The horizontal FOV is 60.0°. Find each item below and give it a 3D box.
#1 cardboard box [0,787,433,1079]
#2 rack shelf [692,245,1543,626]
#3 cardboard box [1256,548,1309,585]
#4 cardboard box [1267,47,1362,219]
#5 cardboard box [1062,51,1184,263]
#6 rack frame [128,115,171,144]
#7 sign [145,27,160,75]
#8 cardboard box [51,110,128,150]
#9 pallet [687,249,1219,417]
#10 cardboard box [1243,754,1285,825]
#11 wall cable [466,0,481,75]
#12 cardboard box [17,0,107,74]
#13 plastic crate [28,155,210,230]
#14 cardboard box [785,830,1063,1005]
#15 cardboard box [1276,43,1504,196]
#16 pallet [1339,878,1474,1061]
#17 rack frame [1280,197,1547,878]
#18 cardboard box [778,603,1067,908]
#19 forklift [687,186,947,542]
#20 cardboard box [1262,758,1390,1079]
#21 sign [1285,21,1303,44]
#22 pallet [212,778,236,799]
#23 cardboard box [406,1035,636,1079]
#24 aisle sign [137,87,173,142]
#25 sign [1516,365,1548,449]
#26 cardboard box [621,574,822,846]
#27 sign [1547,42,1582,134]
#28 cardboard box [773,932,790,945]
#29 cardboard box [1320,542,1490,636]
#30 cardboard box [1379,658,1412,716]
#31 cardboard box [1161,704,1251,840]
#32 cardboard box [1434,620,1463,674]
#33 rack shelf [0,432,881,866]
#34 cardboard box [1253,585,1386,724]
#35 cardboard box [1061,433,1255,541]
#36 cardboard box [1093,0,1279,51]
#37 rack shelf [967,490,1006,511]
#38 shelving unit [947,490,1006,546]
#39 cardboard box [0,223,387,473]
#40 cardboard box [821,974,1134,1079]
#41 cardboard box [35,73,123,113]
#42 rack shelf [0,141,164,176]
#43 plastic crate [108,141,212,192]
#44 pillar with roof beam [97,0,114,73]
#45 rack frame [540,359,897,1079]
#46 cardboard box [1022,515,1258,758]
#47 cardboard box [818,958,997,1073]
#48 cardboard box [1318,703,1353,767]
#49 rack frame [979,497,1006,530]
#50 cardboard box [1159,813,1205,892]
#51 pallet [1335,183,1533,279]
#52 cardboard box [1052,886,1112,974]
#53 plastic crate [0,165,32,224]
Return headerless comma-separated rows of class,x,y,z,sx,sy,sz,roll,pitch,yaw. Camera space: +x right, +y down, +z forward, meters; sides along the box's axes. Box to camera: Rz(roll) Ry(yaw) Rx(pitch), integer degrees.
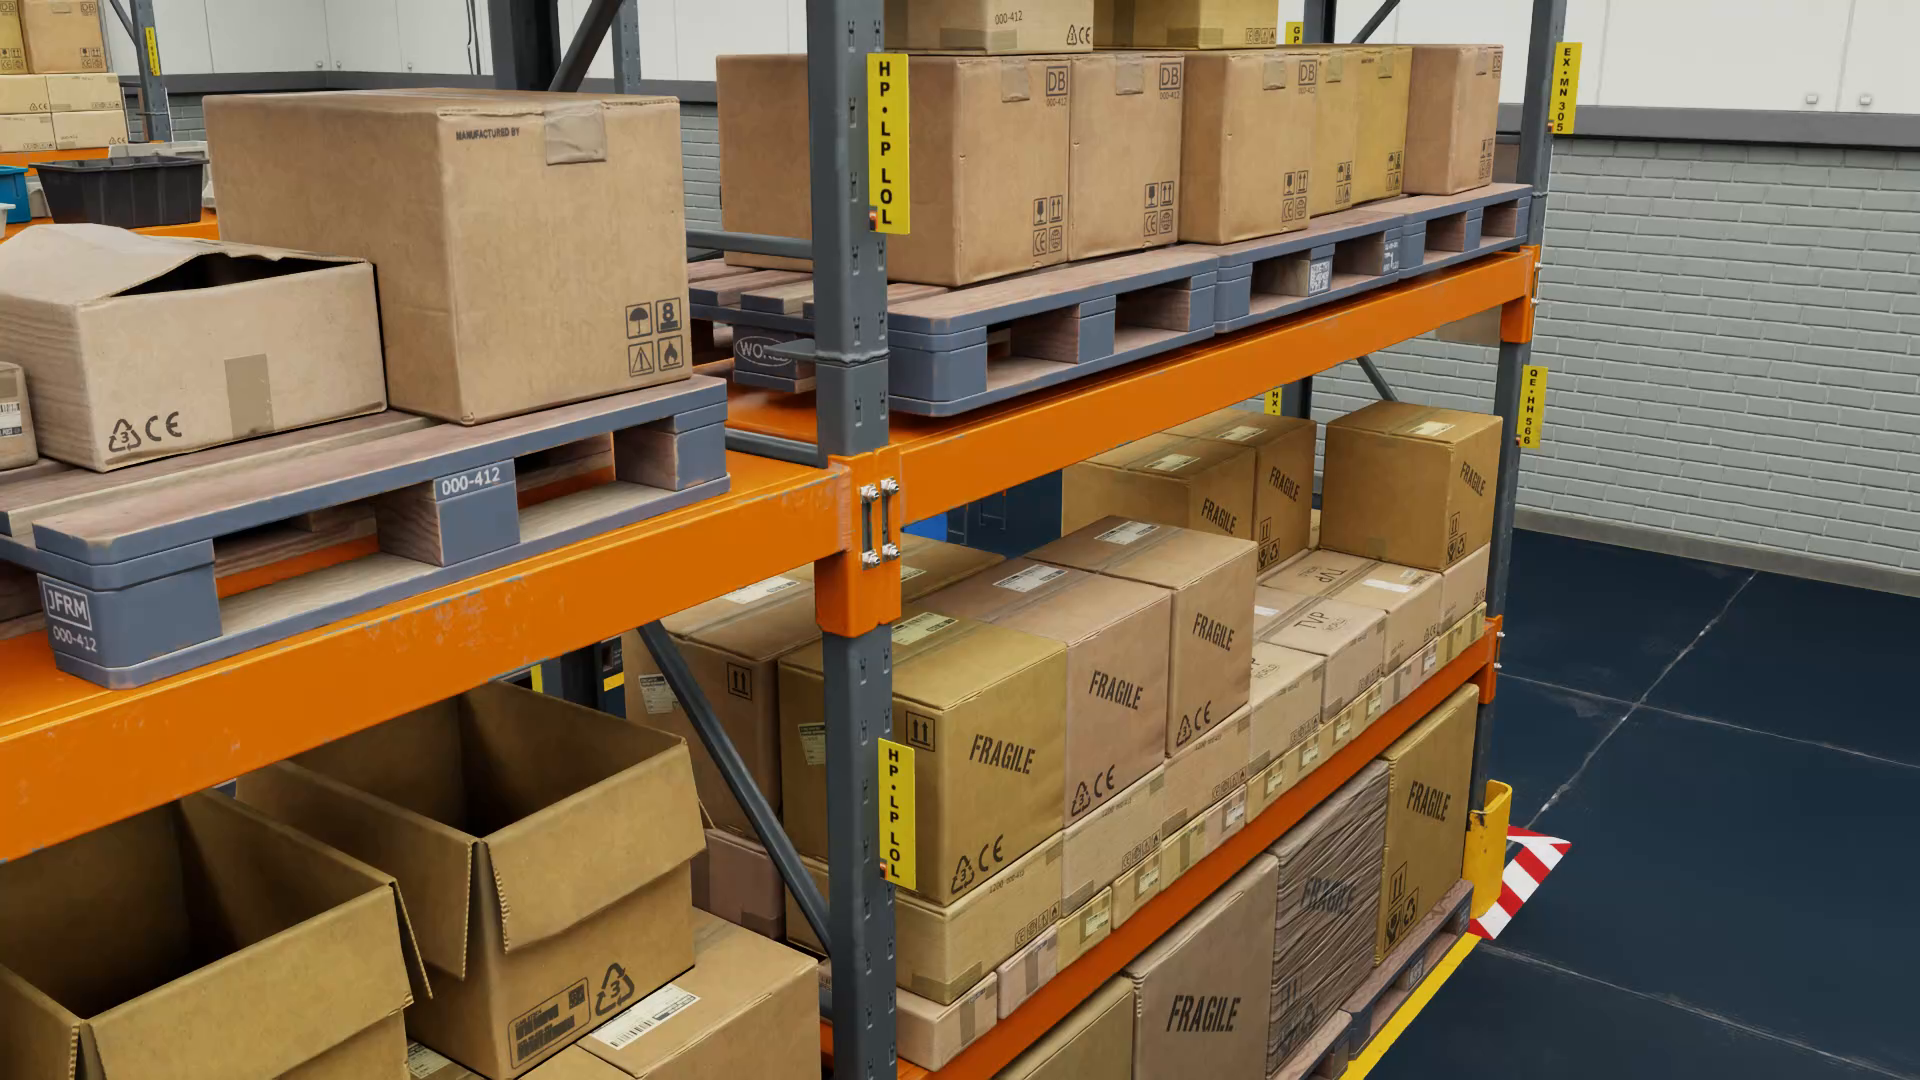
cardboard box,-1.370,0.788,2.789,0.797,0.503,0.637,13,21,35
rack shelf,0.614,-0.566,5.162,1.077,0.370,4.000,12,21,35
cardboard box,0.999,0.168,6.396,0.500,0.250,0.500,12,21,34
cardboard box,0.838,-1.304,5.281,0.700,0.500,0.500,11,20,31
cardboard box,0.165,-1.053,4.474,0.700,0.500,0.500,14,22,37
rack frame,-6.148,-1.704,12.674,1.000,3.000,0.127,12,21,35
sign,-5.714,-3.457,11.767,0.100,0.325,0.005,12,21,35
cardboard box,-6.242,-2.896,11.708,0.500,0.250,0.500,12,21,35
pallet,-0.081,-0.583,4.157,1.003,0.211,1.213,12,21,35
cardboard box,0.794,0.736,5.238,0.380,0.149,0.250,12,21,33
wall cable,-6.471,-5.245,19.196,3.097,2.526,0.112,12,21,35
cardboard box,-6.441,-3.537,11.663,0.700,0.500,0.500,12,21,35
plastic crate,-3.595,-1.493,7.156,0.497,0.269,0.590,12,21,35
cardboard box,-0.087,0.864,4.156,0.500,0.250,0.500,12,21,34
cardboard box,1.539,-1.548,6.068,0.700,0.500,0.500,11,20,31
pallet,1.392,1.583,6.790,1.003,0.211,1.213,12,21,35
rack frame,1.806,0.047,7.035,1.000,3.000,0.127,12,21,35
cardboard box,-0.087,0.502,4.055,0.500,0.500,0.500,12,21,35
forklift,-0.987,-0.508,8.938,1.130,2.935,3.031,5,18,16
cardboard box,0.947,1.244,6.053,0.875,0.875,0.875,12,21,35
sign,1.364,-1.940,6.769,0.100,0.325,0.005,12,21,35
pallet,-4.148,1.274,7.785,1.003,0.211,1.213,12,21,35
cardboard box,-0.937,1.228,3.062,0.500,0.500,0.500,13,22,36
aisle sign,-5.861,-2.908,12.167,0.394,0.787,0.004,12,21,35
sign,2.234,-0.520,6.508,0.100,0.325,0.005,12,21,35
cardboard box,-0.518,0.414,4.338,0.500,0.500,0.500,13,22,36
sign,2.234,-1.671,6.151,0.100,0.325,0.005,12,21,35
cardboard box,-0.659,0.989,4.424,0.380,0.149,0.250,13,21,35
cardboard box,1.730,0.139,6.490,0.500,0.250,0.500,12,21,34
cardboard box,1.404,0.491,6.027,0.380,0.149,0.250,13,21,36
cardboard box,0.517,0.622,4.935,0.500,0.250,0.500,13,22,36
cardboard box,1.705,0.372,6.411,0.380,0.149,0.250,13,21,35
rack shelf,-1.769,0.387,2.095,1.077,0.370,4.000,12,21,35
cardboard box,1.125,0.381,5.711,0.500,0.250,0.500,12,21,33
cardboard box,0.701,-0.071,5.903,0.500,0.500,0.500,12,21,33
cardboard box,0.594,-1.560,4.843,0.500,0.250,0.500,12,21,33
rack shelf,0.099,-0.359,12.272,0.258,0.148,0.480,12,21,35
shelving unit,0.099,-0.612,12.193,0.258,1.200,0.503,12,21,35
cardboard box,-1.303,-0.345,2.683,0.500,0.311,0.500,12,21,33
cardboard box,-0.120,1.671,4.680,0.875,0.875,0.875,12,21,35
cardboard box,-6.249,-3.137,11.639,0.500,0.250,0.500,12,21,35
rack shelf,-7.339,-2.317,10.802,1.077,0.370,4.000,12,21,35
plastic crate,-3.740,-1.731,7.901,0.437,0.282,0.530,12,21,35
pillar with roof beam,-5.757,-5.479,14.714,9.100,9.000,0.400,12,21,35
rack frame,-0.577,1.000,3.967,1.000,3.000,0.127,12,21,35
cardboard box,0.519,0.262,4.831,0.500,0.500,0.500,12,21,33
cardboard box,-0.134,1.108,4.042,0.380,0.149,0.250,12,21,35
cardboard box,1.097,0.615,5.628,0.380,0.149,0.250,13,21,35
rack frame,0.244,-0.671,12.380,0.240,1.200,0.015,12,21,35
cardboard box,0.487,0.859,4.844,0.380,0.149,0.250,12,21,34
pallet,1.372,-1.165,6.028,1.003,0.211,1.213,12,21,35
cardboard box,0.179,0.983,4.445,0.380,0.149,0.250,13,22,36
plastic crate,-4.269,-1.501,7.245,0.416,0.233,0.300,12,21,35
